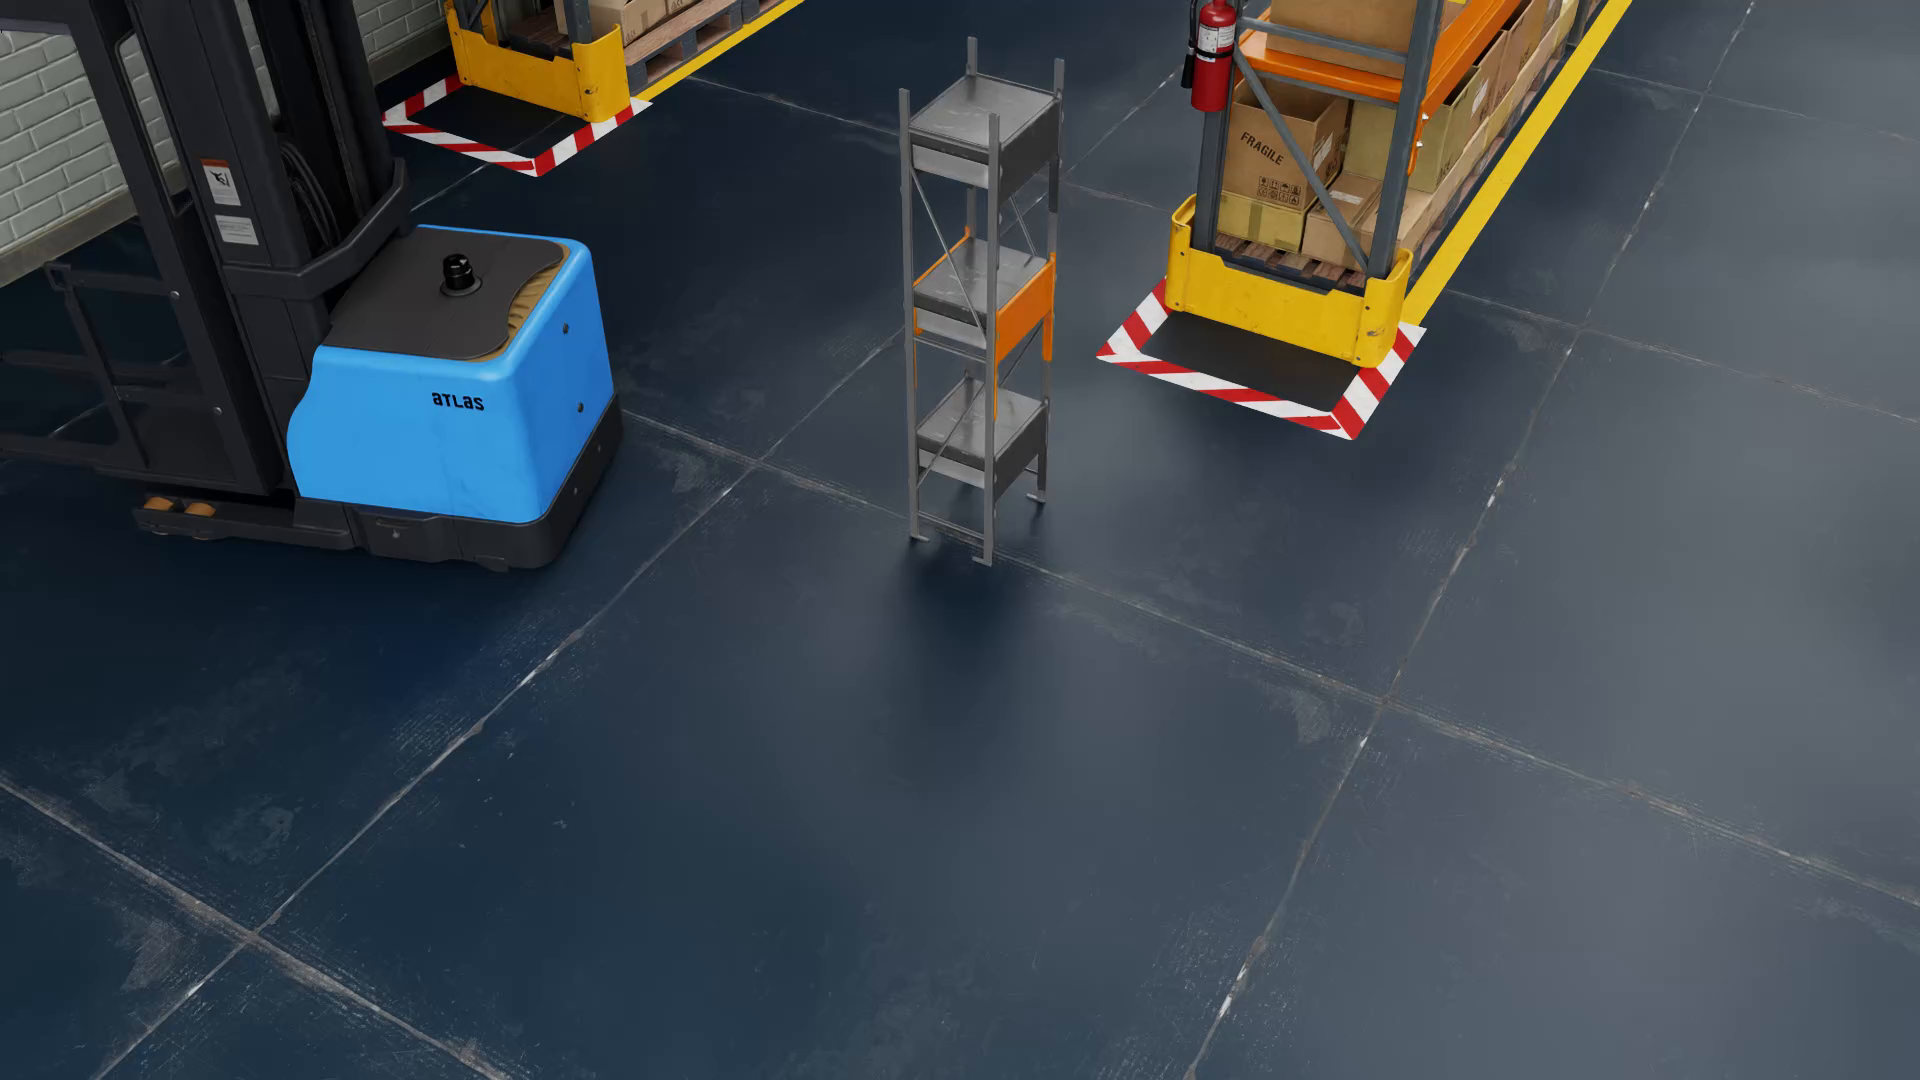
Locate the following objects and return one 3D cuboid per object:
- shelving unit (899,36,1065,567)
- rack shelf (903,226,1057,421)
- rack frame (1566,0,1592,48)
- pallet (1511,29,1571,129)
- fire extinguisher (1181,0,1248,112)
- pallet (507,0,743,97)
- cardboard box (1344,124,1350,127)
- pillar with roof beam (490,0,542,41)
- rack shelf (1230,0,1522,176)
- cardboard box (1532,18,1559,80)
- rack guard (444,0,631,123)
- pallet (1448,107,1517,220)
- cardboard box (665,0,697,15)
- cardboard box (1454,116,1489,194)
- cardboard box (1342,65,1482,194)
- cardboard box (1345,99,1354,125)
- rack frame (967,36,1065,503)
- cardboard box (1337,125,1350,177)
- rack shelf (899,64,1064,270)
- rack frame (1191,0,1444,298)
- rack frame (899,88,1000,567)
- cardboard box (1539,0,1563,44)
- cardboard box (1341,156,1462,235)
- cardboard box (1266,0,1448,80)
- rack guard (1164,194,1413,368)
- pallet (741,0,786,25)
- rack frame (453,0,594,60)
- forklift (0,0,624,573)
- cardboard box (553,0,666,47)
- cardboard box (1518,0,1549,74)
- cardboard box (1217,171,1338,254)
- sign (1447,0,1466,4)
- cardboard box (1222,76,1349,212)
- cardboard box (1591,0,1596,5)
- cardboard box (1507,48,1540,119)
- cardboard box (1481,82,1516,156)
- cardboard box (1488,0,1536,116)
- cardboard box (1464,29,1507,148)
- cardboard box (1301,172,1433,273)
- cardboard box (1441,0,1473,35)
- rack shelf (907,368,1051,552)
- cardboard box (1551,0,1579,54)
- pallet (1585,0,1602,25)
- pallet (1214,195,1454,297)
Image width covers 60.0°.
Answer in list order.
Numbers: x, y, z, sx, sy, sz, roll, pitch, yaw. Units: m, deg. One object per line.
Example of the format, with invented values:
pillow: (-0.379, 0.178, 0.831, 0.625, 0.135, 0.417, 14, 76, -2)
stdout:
shelving unit: (0.083, -0.883, 6.664, 0.431, 2.100, 0.503, 21, 45, 22)
rack shelf: (0.083, -0.872, 6.673, 0.431, 0.518, 0.480, 21, 45, 22)
rack frame: (3.642, -4.553, 10.150, 1.000, 3.000, 0.127, 21, 45, 22)
pallet: (3.208, -3.065, 10.571, 1.003, 0.211, 1.213, 21, 45, 22)
fire extinguisher: (1.179, -2.321, 7.674, 0.296, 0.674, 0.183, 21, 45, 22)
pallet: (-2.175, -3.350, 10.895, 1.003, 0.211, 1.213, 21, 45, 22)
cardboard box: (2.142, -2.371, 9.435, 0.500, 0.250, 0.500, 21, 45, 22)
pillar with roof beam: (0.679, -5.414, 6.589, 9.100, 9.000, 0.400, 21, 45, 22)
rack shelf: (2.642, -3.138, 9.088, 1.077, 0.370, 4.000, 21, 45, 22)
cardboard box: (3.341, -3.058, 10.216, 0.500, 0.250, 0.500, 21, 45, 22)
rack guard: (-2.612, -3.005, 10.285, 1.175, 0.500, 0.348, 21, 45, 22)
pallet: (2.599, -2.364, 9.775, 1.003, 0.211, 1.213, 21, 45, 22)
cardboard box: (-1.941, -3.748, 10.939, 0.500, 0.311, 0.500, 25, 47, 25)
cardboard box: (2.599, -2.196, 9.237, 0.500, 0.250, 0.500, 21, 45, 22)
cardboard box: (2.350, -2.191, 8.664, 0.500, 0.500, 0.500, 21, 45, 22)
cardboard box: (2.139, -2.653, 9.189, 0.500, 0.500, 0.500, 21, 45, 22)
rack frame: (0.205, -1.022, 6.822, 0.400, 2.100, 0.015, 21, 45, 22)
cardboard box: (1.893, -2.084, 9.110, 0.500, 0.250, 0.500, 21, 45, 22)
rack shelf: (0.083, -1.398, 6.210, 0.431, 0.518, 0.480, 21, 45, 22)
rack frame: (1.641, -2.264, 7.551, 1.000, 3.000, 0.127, 21, 45, 22)
rack frame: (-0.039, -0.743, 6.505, 0.400, 2.100, 0.015, 21, 45, 22)
cardboard box: (3.339, -3.340, 9.968, 0.500, 0.500, 0.500, 21, 45, 22)
cardboard box: (2.349, -1.910, 8.912, 0.500, 0.250, 0.500, 21, 45, 22)
cardboard box: (1.885, -2.564, 7.817, 0.700, 0.500, 0.500, 21, 45, 22)
rack guard: (1.629, -1.312, 8.362, 1.175, 0.500, 0.348, 21, 45, 22)
pallet: (-1.563, -4.046, 11.684, 1.003, 0.211, 1.213, 21, 45, 22)
rack frame: (-2.650, -3.900, 9.409, 1.000, 3.000, 0.127, 21, 45, 22)
forklift: (-3.123, -1.435, 6.661, 3.031, 2.935, 1.130, 7, 42, 8)
cardboard box: (-2.226, -3.422, 10.568, 0.500, 0.311, 0.500, 16, 44, 17)
cardboard box: (3.092, -3.053, 9.642, 0.500, 0.500, 0.500, 21, 45, 22)
cardboard box: (1.653, -1.794, 8.781, 0.500, 0.250, 0.500, 21, 45, 22)
sign: (2.118, -2.432, 7.027, 0.100, 0.325, 0.005, 21, 45, 22)
cardboard box: (1.651, -2.076, 8.534, 0.500, 0.500, 0.500, 21, 45, 22)
cardboard box: (4.059, -3.827, 11.089, 0.500, 0.250, 0.500, 20, 45, 21)
cardboard box: (3.103, -2.767, 9.885, 0.500, 0.250, 0.500, 21, 45, 22)
cardboard box: (2.854, -2.481, 9.560, 0.500, 0.250, 0.500, 21, 45, 22)
cardboard box: (2.855, -2.762, 9.312, 0.500, 0.500, 0.500, 21, 45, 22)
cardboard box: (2.589, -2.481, 8.994, 0.500, 0.500, 0.500, 21, 45, 22)
cardboard box: (2.102, -1.623, 8.586, 0.500, 0.250, 0.500, 21, 45, 22)
cardboard box: (2.144, -2.866, 8.160, 0.700, 0.500, 0.500, 22, 46, 23)
rack shelf: (0.083, -0.347, 7.135, 0.431, 0.518, 0.480, 21, 45, 22)
cardboard box: (3.600, -3.341, 10.537, 0.500, 0.250, 0.500, 21, 45, 22)
pallet: (3.977, -3.941, 11.565, 1.003, 0.211, 1.213, 21, 45, 22)
pallet: (1.987, -1.669, 8.985, 1.003, 0.211, 1.213, 21, 45, 22)
